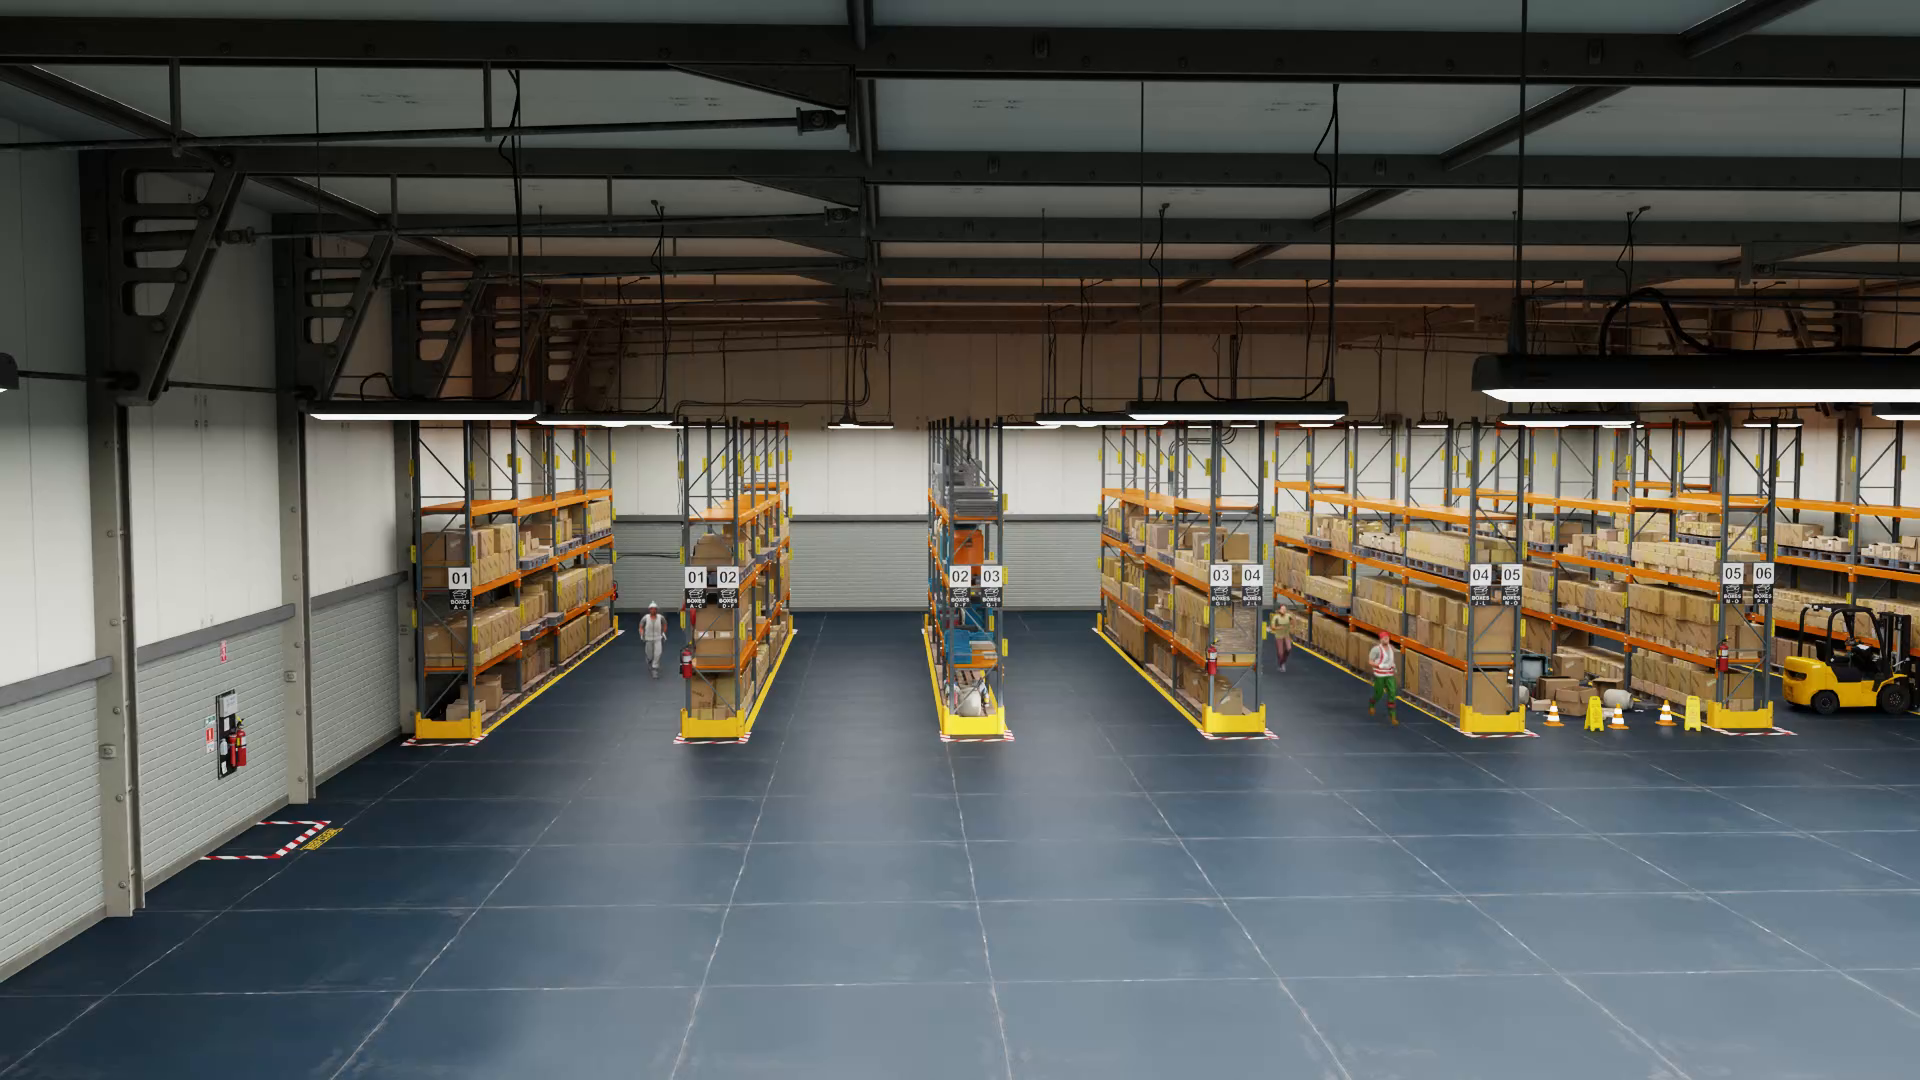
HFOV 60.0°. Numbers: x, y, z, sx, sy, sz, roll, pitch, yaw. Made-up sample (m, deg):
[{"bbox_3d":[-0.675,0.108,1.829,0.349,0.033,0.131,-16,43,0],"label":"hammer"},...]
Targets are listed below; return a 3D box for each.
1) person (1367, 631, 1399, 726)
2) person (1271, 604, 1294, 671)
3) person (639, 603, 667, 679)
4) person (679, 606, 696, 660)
[{"bbox_3d":[8.328,2.689,32.747,0.691,1.808,1.011,-1,4,-20],"label":"person"},{"bbox_3d":[7.658,2.315,39.401,0.611,1.618,0.745,0,4,-3],"label":"person"},{"bbox_3d":[-7.136,2.325,38.734,0.646,1.748,0.797,-1,4,-14],"label":"person"},{"bbox_3d":[-6.585,2.215,40.990,0.663,1.720,0.826,0,4,-6],"label":"person"}]
